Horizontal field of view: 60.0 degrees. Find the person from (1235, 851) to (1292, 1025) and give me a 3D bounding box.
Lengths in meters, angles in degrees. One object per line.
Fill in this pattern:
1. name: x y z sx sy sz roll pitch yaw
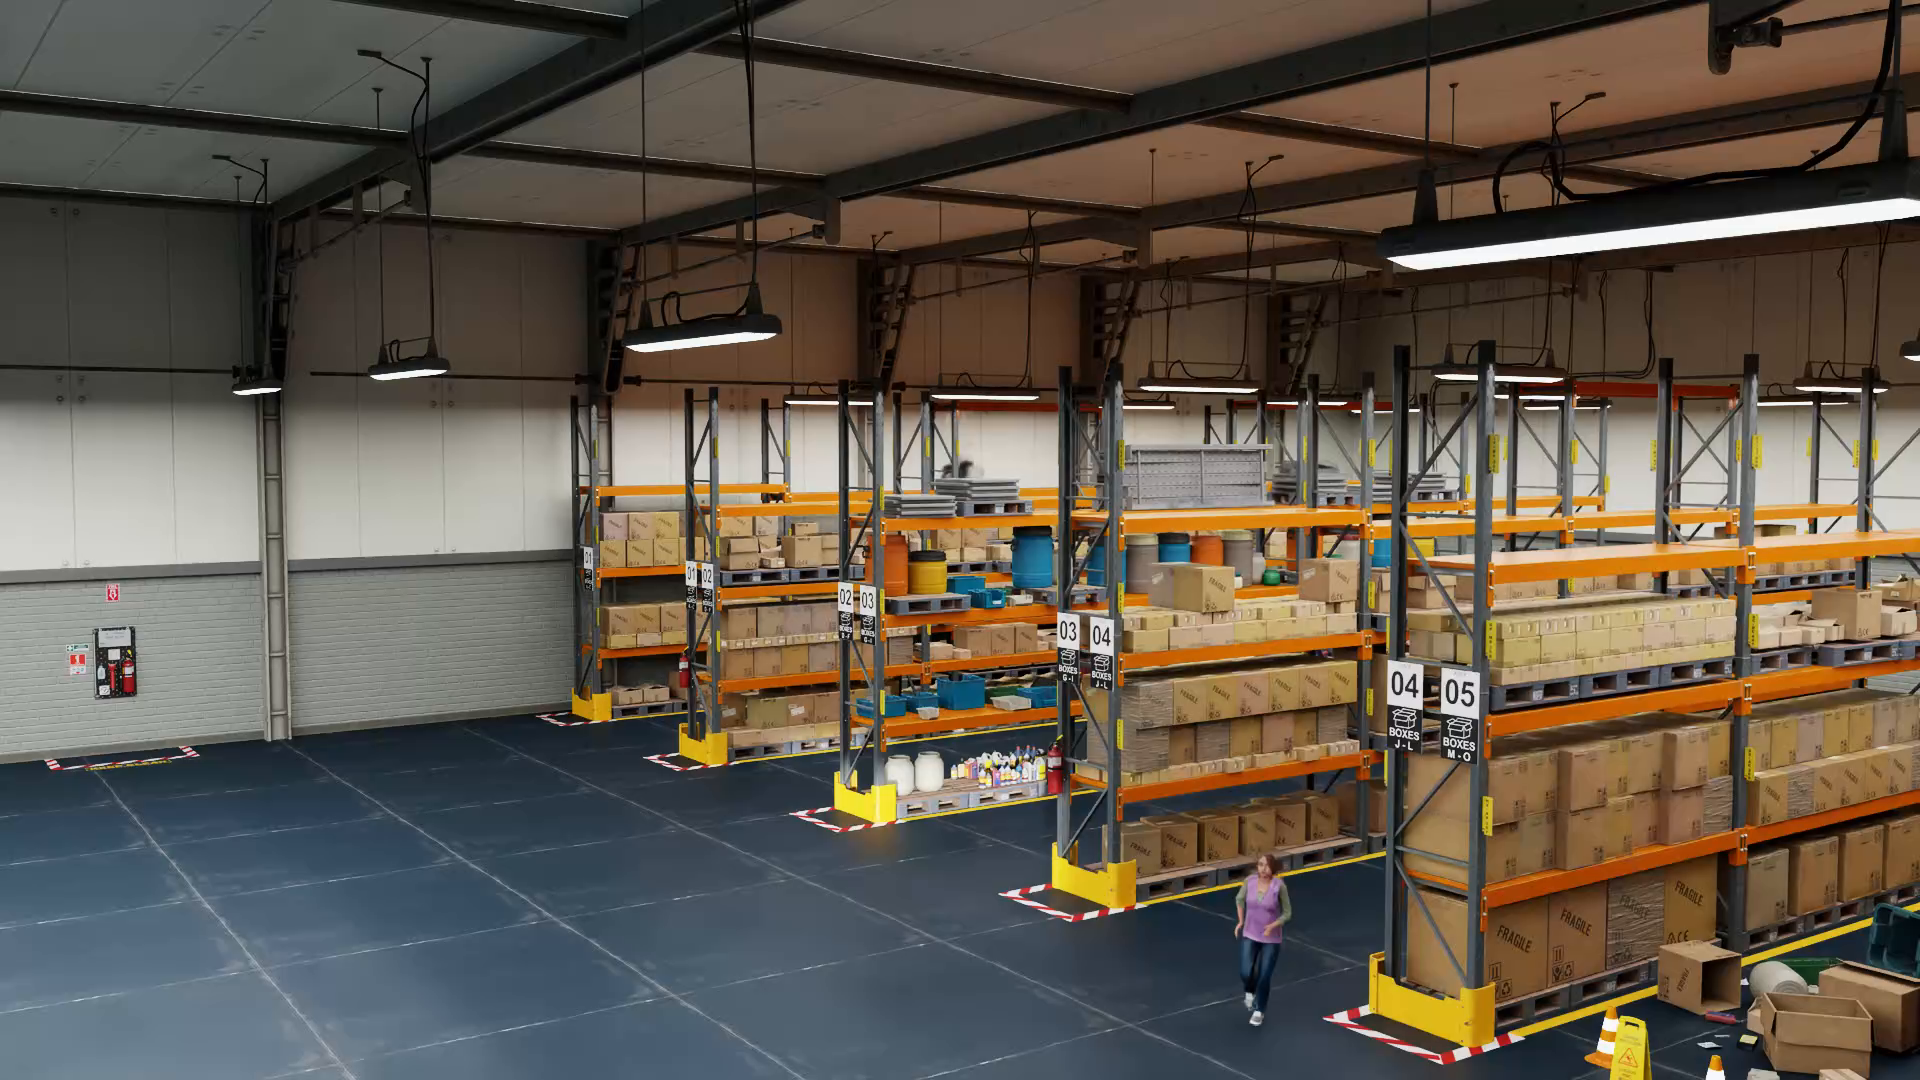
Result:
1. person: 2.644 3.518 14.621 0.522 1.538 0.514 1 4 21
